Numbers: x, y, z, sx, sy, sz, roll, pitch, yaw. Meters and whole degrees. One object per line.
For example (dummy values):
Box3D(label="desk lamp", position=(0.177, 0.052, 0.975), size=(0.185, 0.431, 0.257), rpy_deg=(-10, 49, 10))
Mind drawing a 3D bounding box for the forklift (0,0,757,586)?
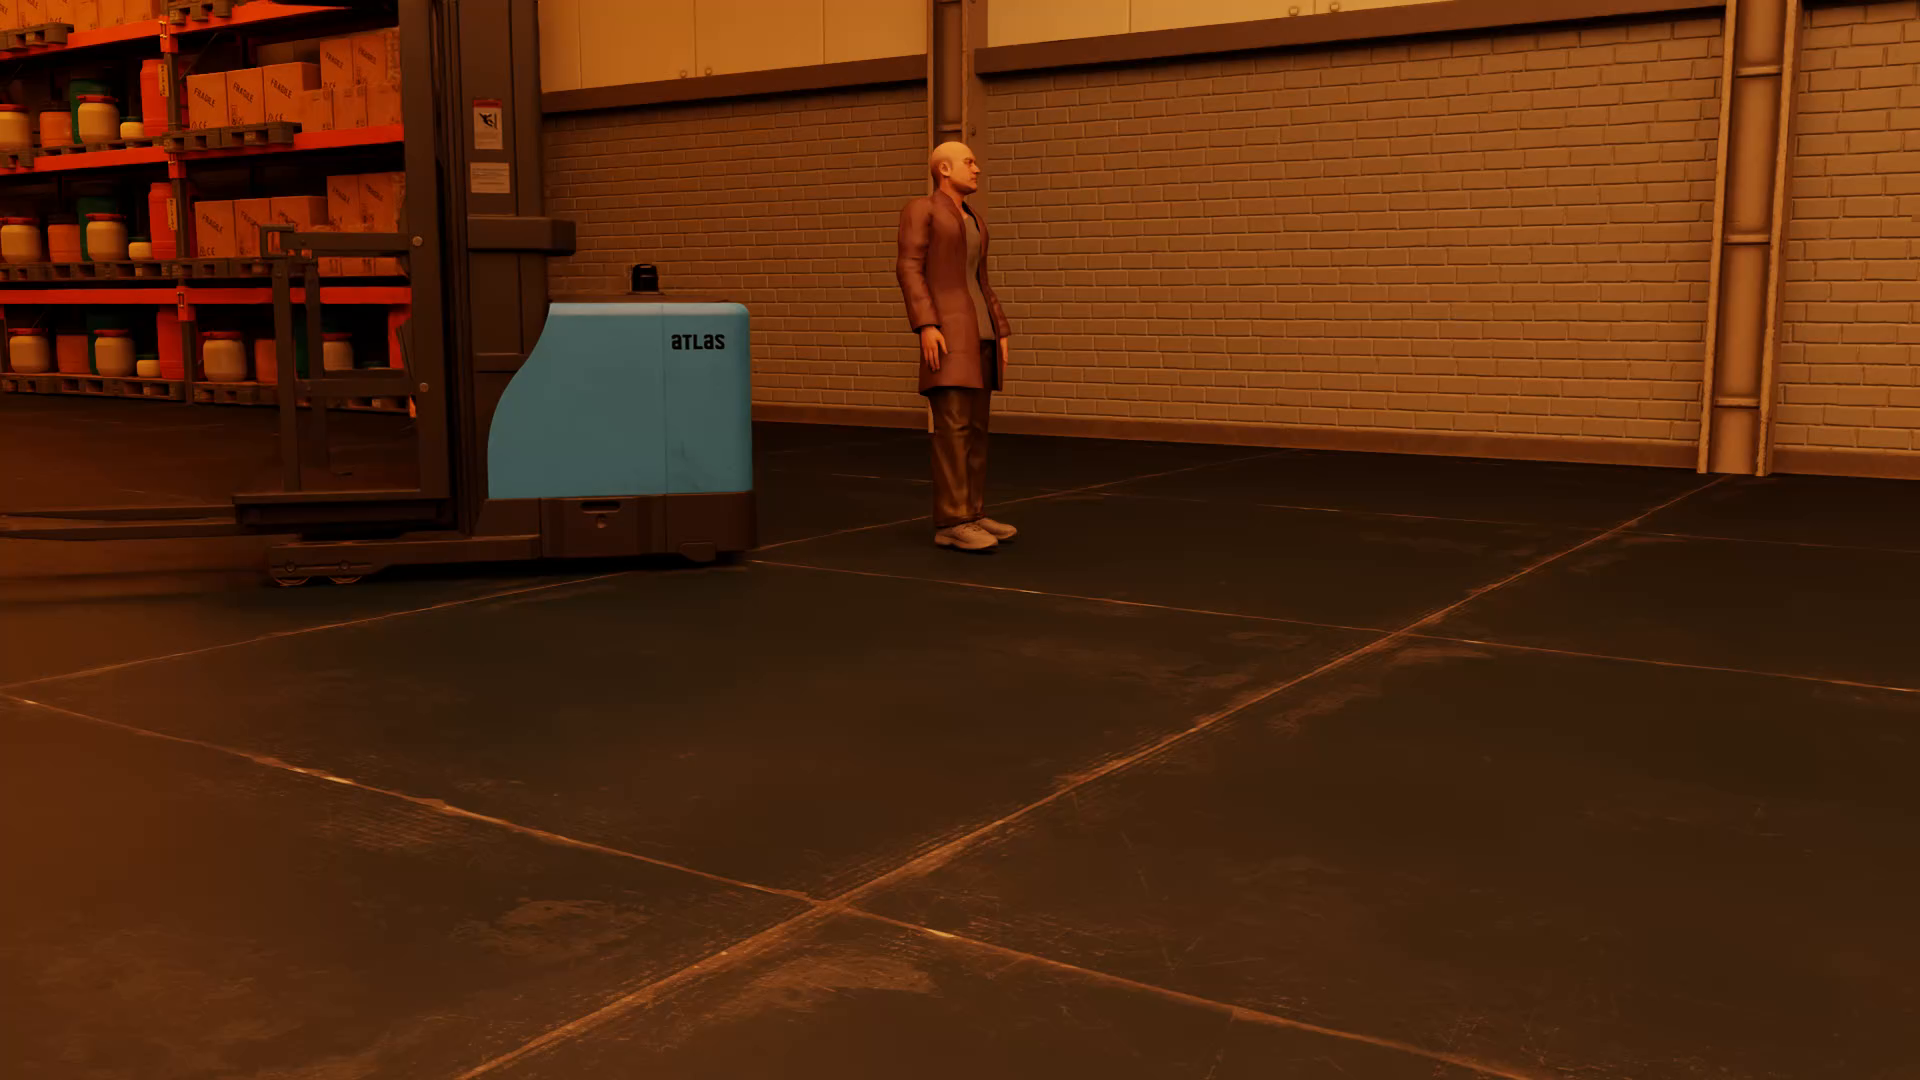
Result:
Box3D(label="forklift", position=(-2.415, -1.356, 6.727), size=(3.031, 2.935, 1.130), rpy_deg=(-2, 8, -15))

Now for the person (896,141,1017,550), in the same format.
Box3D(label="person", position=(0.074, -0.880, 7.424), size=(0.579, 1.777, 0.698), rpy_deg=(5, 10, 34))
